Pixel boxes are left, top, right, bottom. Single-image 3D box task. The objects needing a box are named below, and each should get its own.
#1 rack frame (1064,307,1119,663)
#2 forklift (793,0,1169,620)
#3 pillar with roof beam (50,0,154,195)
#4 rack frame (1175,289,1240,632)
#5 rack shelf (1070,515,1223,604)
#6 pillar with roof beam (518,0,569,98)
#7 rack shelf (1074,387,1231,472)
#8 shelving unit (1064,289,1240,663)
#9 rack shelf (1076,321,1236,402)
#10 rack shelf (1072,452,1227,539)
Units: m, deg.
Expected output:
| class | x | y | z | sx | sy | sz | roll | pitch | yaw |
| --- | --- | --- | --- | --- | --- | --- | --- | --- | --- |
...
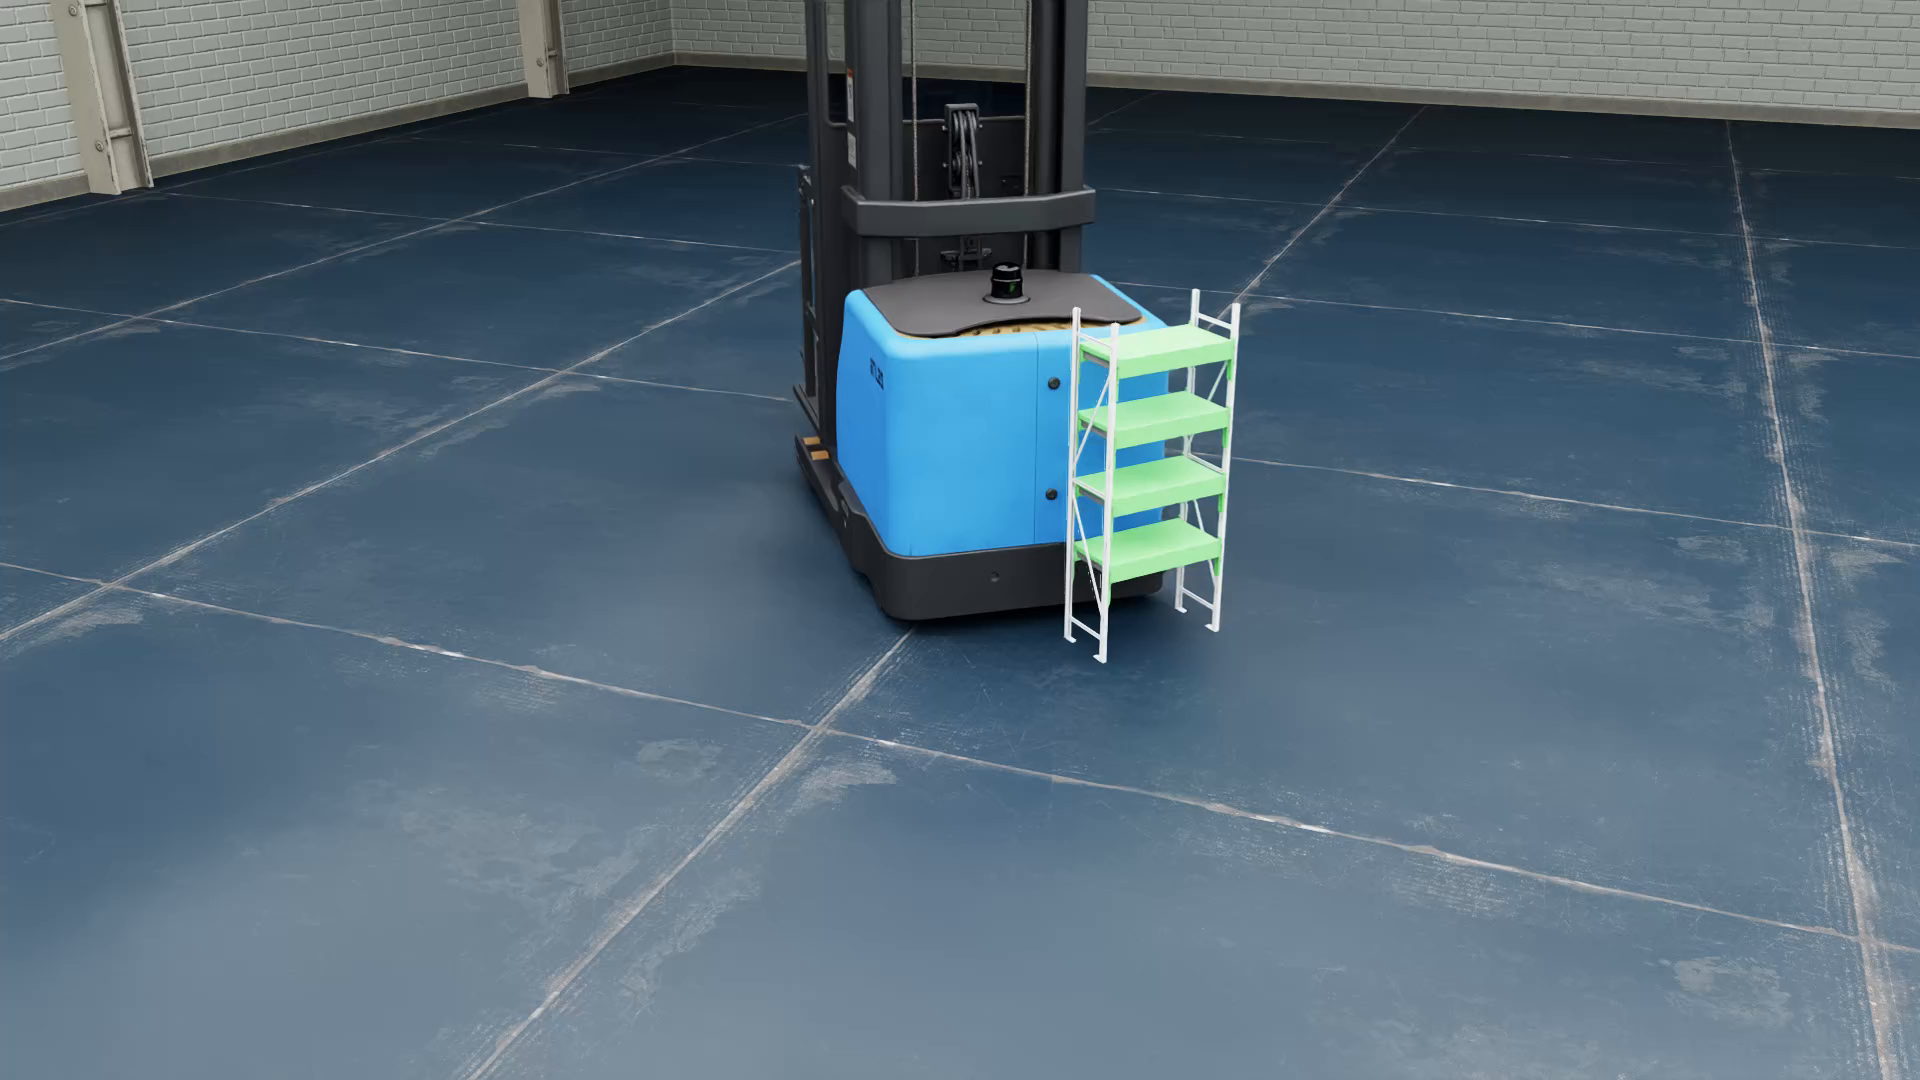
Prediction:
| class | x | y | z | sx | sy | sz | roll | pitch | yaw |
| --- | --- | --- | --- | --- | --- | --- | --- | --- | --- |
| rack frame | 0.438 | -0.170 | 5.600 | 0.015 | 1.200 | 0.240 | -12 | 26 | -27 |
| forklift | -0.113 | -1.608 | 6.797 | 1.130 | 2.935 | 3.031 | -6 | 23 | -13 |
| pillar with roof beam | -2.883 | -6.416 | 10.434 | 9.100 | 9.000 | 0.400 | 9 | 24 | 20 |
| rack frame | 0.861 | -0.264 | 5.825 | 0.015 | 1.200 | 0.240 | -12 | 26 | -27 |
| rack shelf | 0.649 | 0.064 | 5.829 | 0.480 | 0.148 | 0.258 | -12 | 26 | -27 |
| pillar with roof beam | -0.655 | -8.563 | 15.574 | 9.100 | 9.000 | 0.400 | 9 | 24 | 20 |
| rack shelf | 0.649 | -0.379 | 5.644 | 0.480 | 0.148 | 0.258 | -12 | 26 | -27 |
| shelving unit | 0.649 | -0.217 | 5.712 | 0.503 | 1.200 | 0.258 | -12 | 26 | -27 |
| rack shelf | 0.649 | -0.601 | 5.552 | 0.480 | 0.148 | 0.258 | -12 | 26 | -27 |
| rack shelf | 0.649 | -0.158 | 5.737 | 0.480 | 0.148 | 0.258 | -12 | 26 | -27 |
